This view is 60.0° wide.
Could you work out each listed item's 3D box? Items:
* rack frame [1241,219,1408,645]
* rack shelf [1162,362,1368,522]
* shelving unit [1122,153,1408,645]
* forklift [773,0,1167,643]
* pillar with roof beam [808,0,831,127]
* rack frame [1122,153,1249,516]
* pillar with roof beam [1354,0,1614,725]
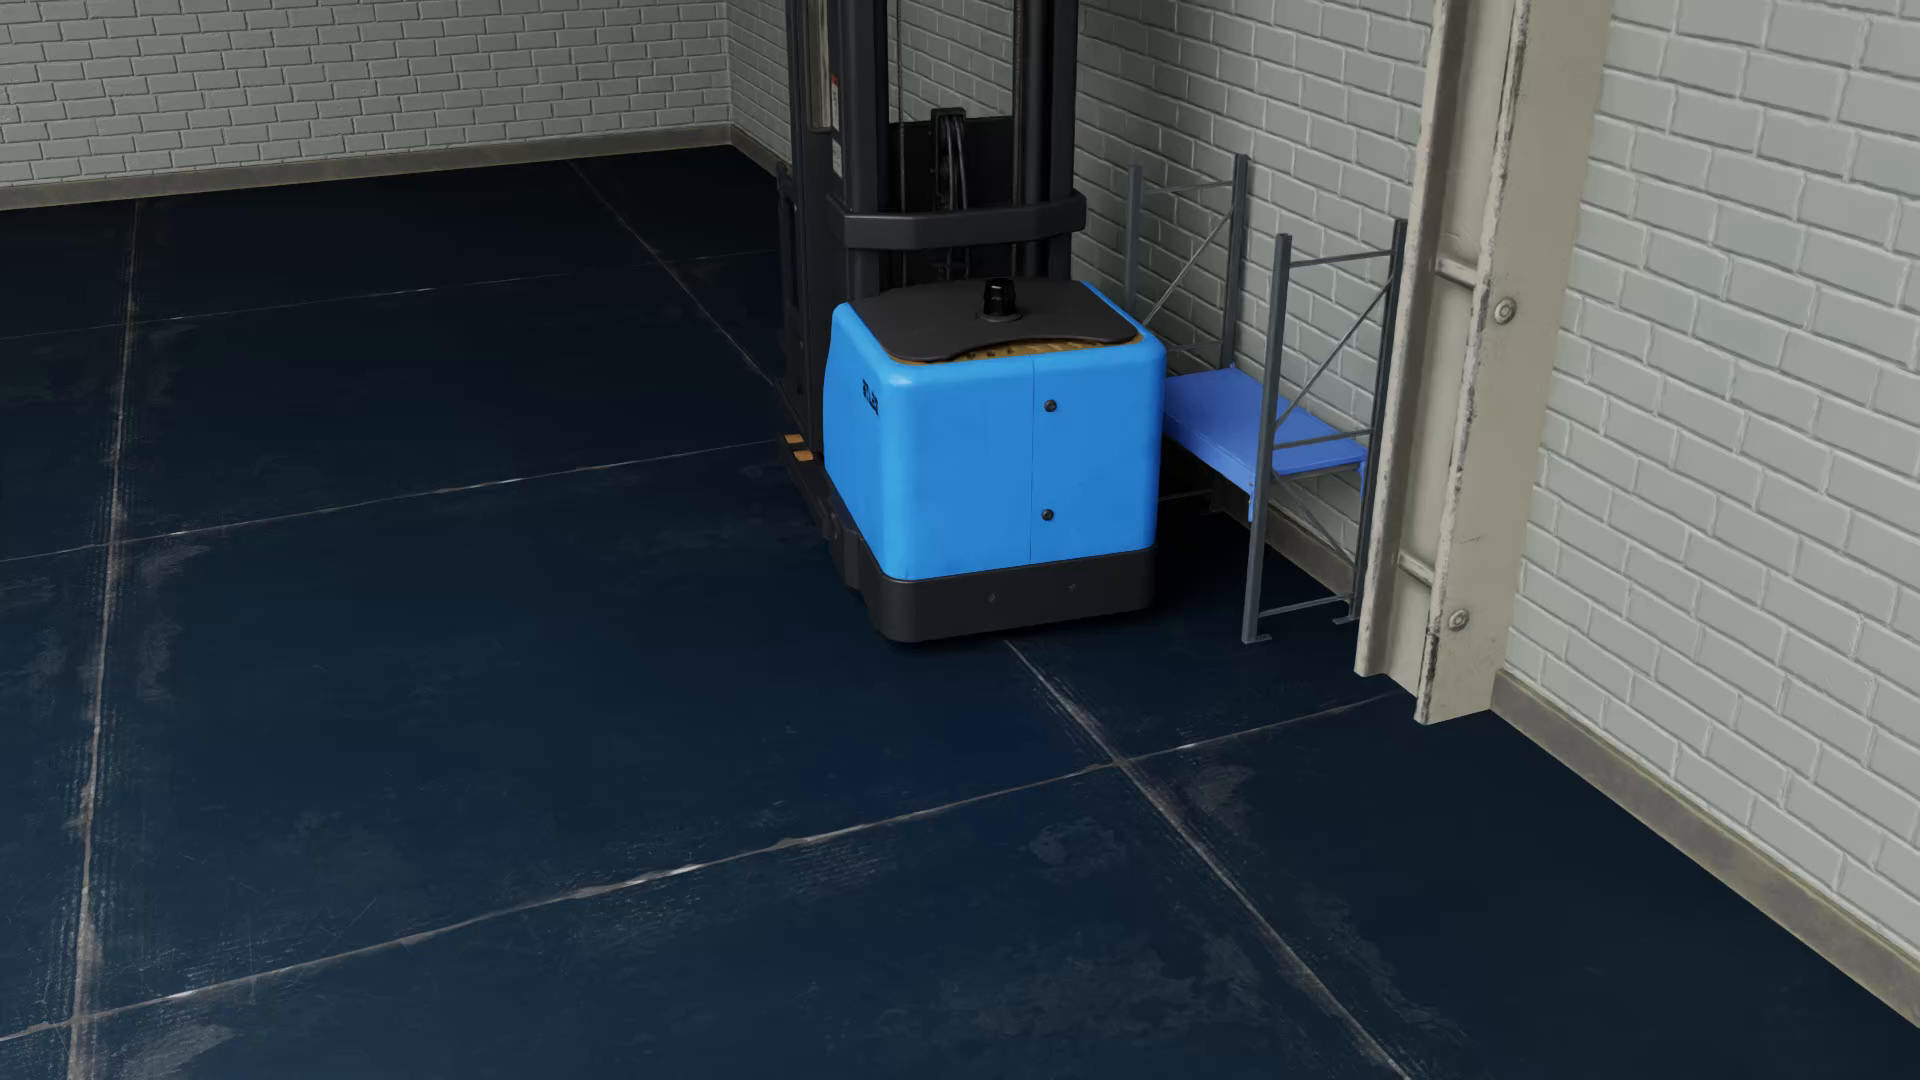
[{"bbox_3d":[1.252,-0.345,5.747,0.500,1.500,0.032,-10,28,-20],"label":"rack frame"},{"bbox_3d":[1.057,-0.389,6.248,0.538,0.185,1.000,-10,28,-20],"label":"rack shelf"},{"bbox_3d":[1.057,-0.551,6.169,0.538,1.500,1.048,-10,28,-20],"label":"shelving unit"},{"bbox_3d":[-0.179,-1.582,6.649,1.130,2.935,3.031,-7,27,-15],"label":"forklift"},{"bbox_3d":[-4.717,-5.219,7.183,9.100,9.000,0.400,-11,28,-21],"label":"pillar with roof beam"},{"bbox_3d":[0.863,-0.757,6.591,0.500,1.500,0.032,-10,28,-20],"label":"rack frame"},{"bbox_3d":[-2.367,-2.797,2.222,9.100,9.000,0.400,-11,28,-21],"label":"pillar with roof beam"}]
